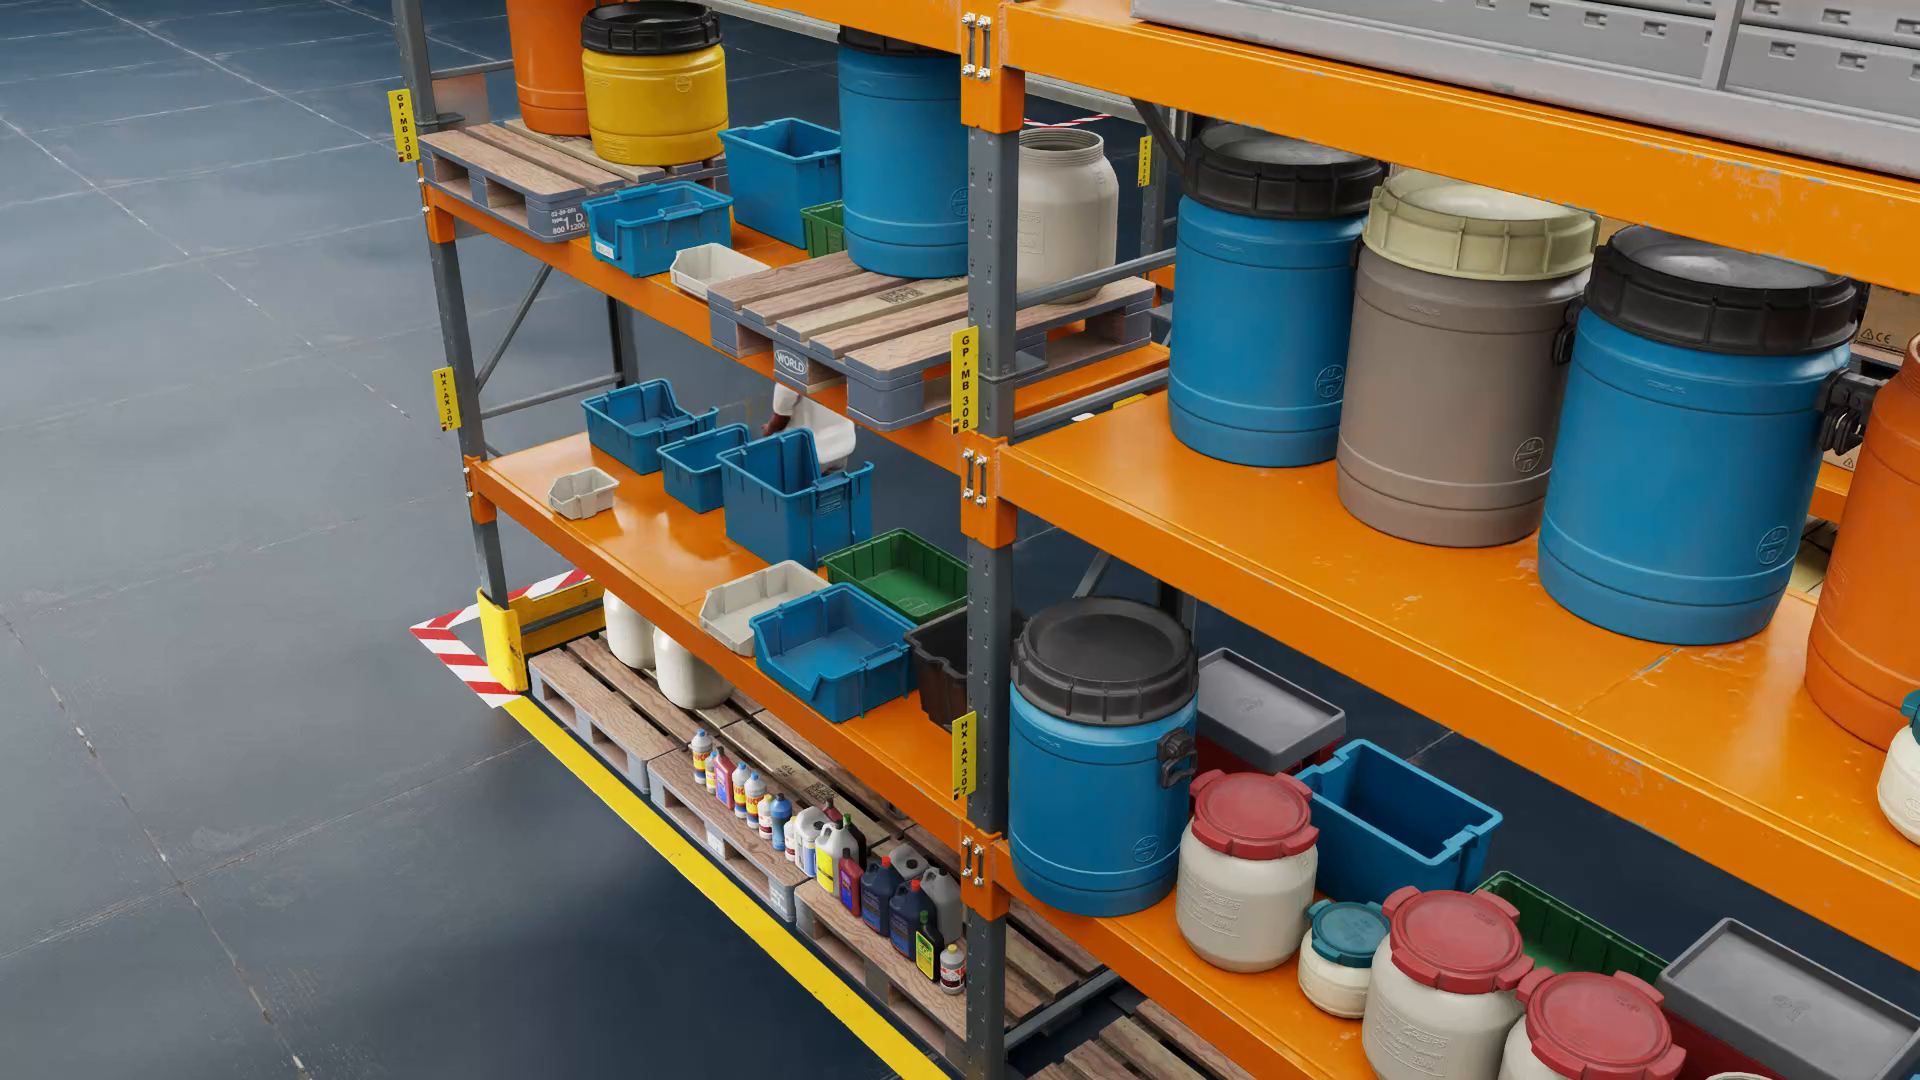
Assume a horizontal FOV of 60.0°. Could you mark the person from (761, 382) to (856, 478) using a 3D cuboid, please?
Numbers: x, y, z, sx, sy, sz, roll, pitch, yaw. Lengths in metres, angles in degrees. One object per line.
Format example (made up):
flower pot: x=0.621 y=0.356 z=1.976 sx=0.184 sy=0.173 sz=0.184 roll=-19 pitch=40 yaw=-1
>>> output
person: x=-0.876 y=-0.555 z=9.637 sx=0.548 sy=1.770 sz=0.541 roll=-22 pitch=35 yaw=-35
